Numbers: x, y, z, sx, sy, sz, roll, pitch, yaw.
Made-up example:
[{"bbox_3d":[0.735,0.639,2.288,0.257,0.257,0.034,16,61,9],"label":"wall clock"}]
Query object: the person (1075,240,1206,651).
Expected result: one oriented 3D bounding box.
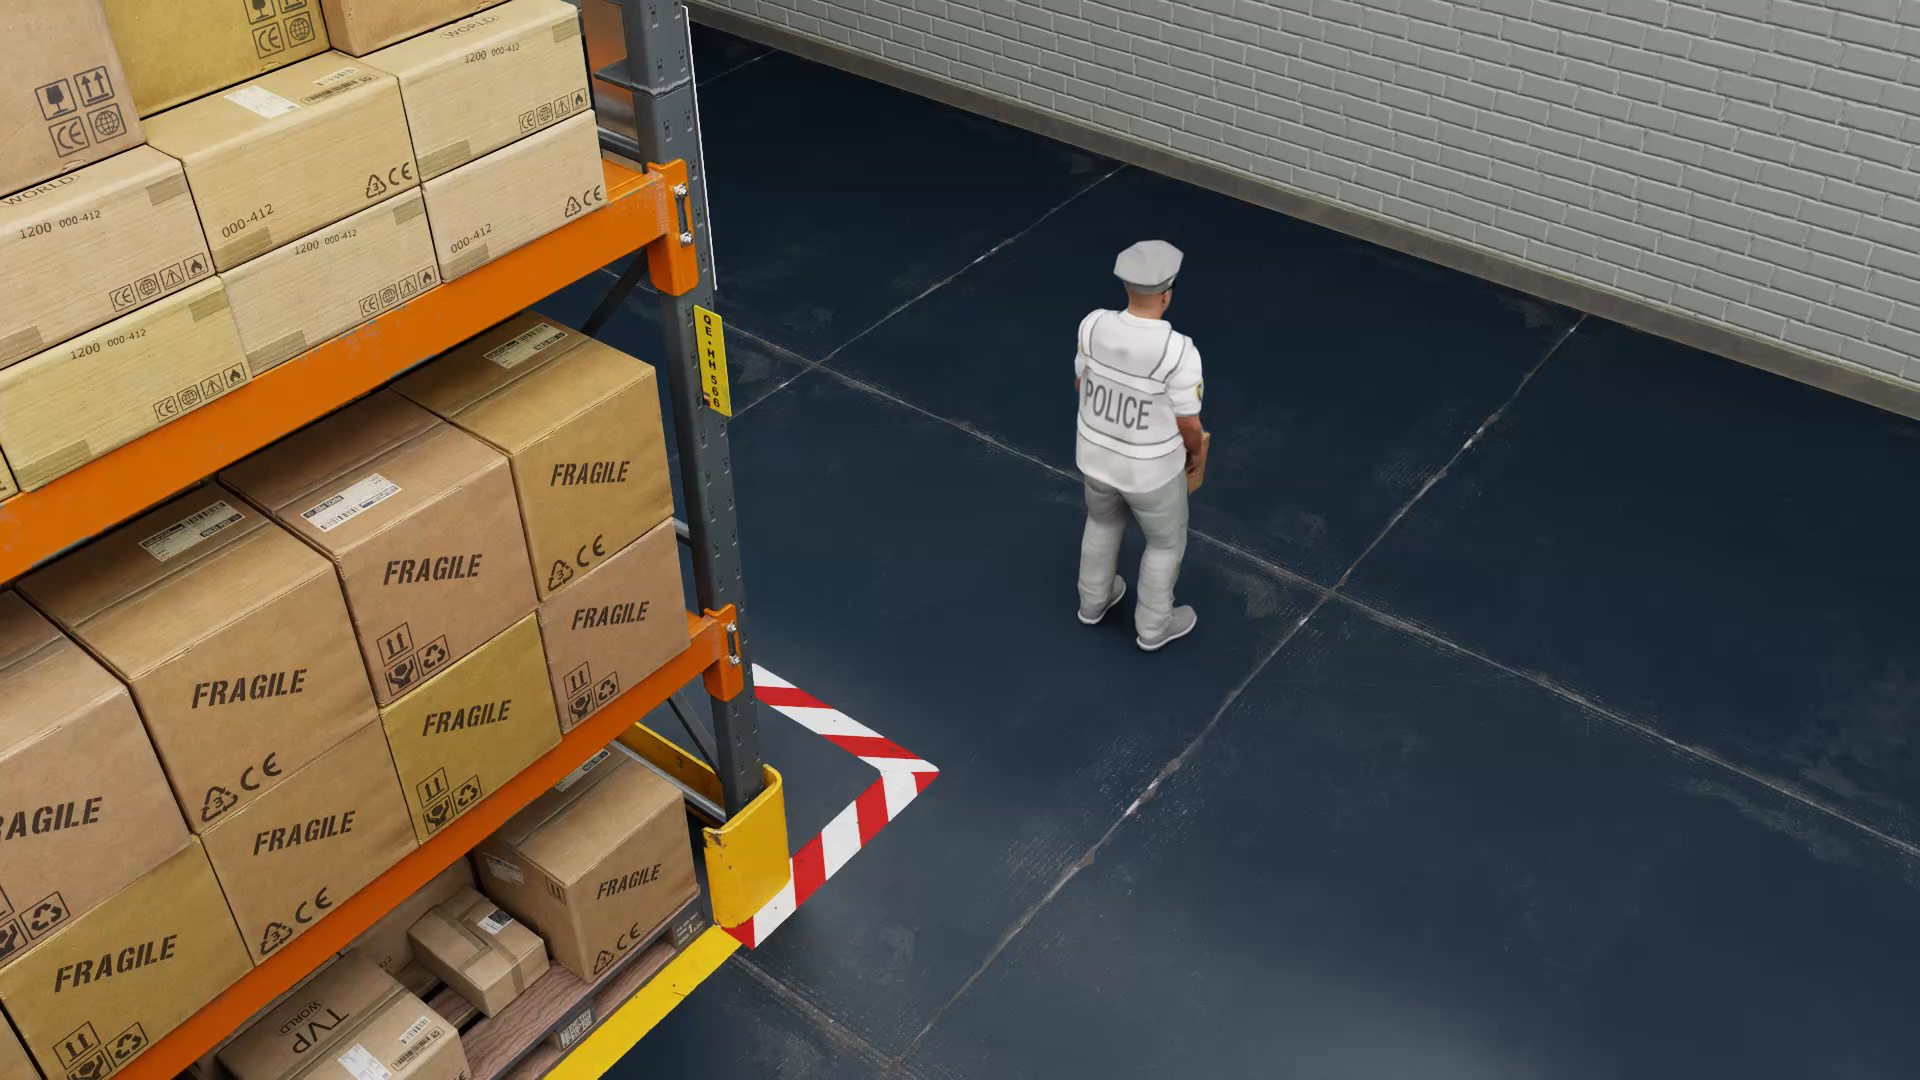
[{"bbox_3d":[0.695,-0.341,6.562,0.547,1.763,0.444,25,45,28],"label":"person"}]
